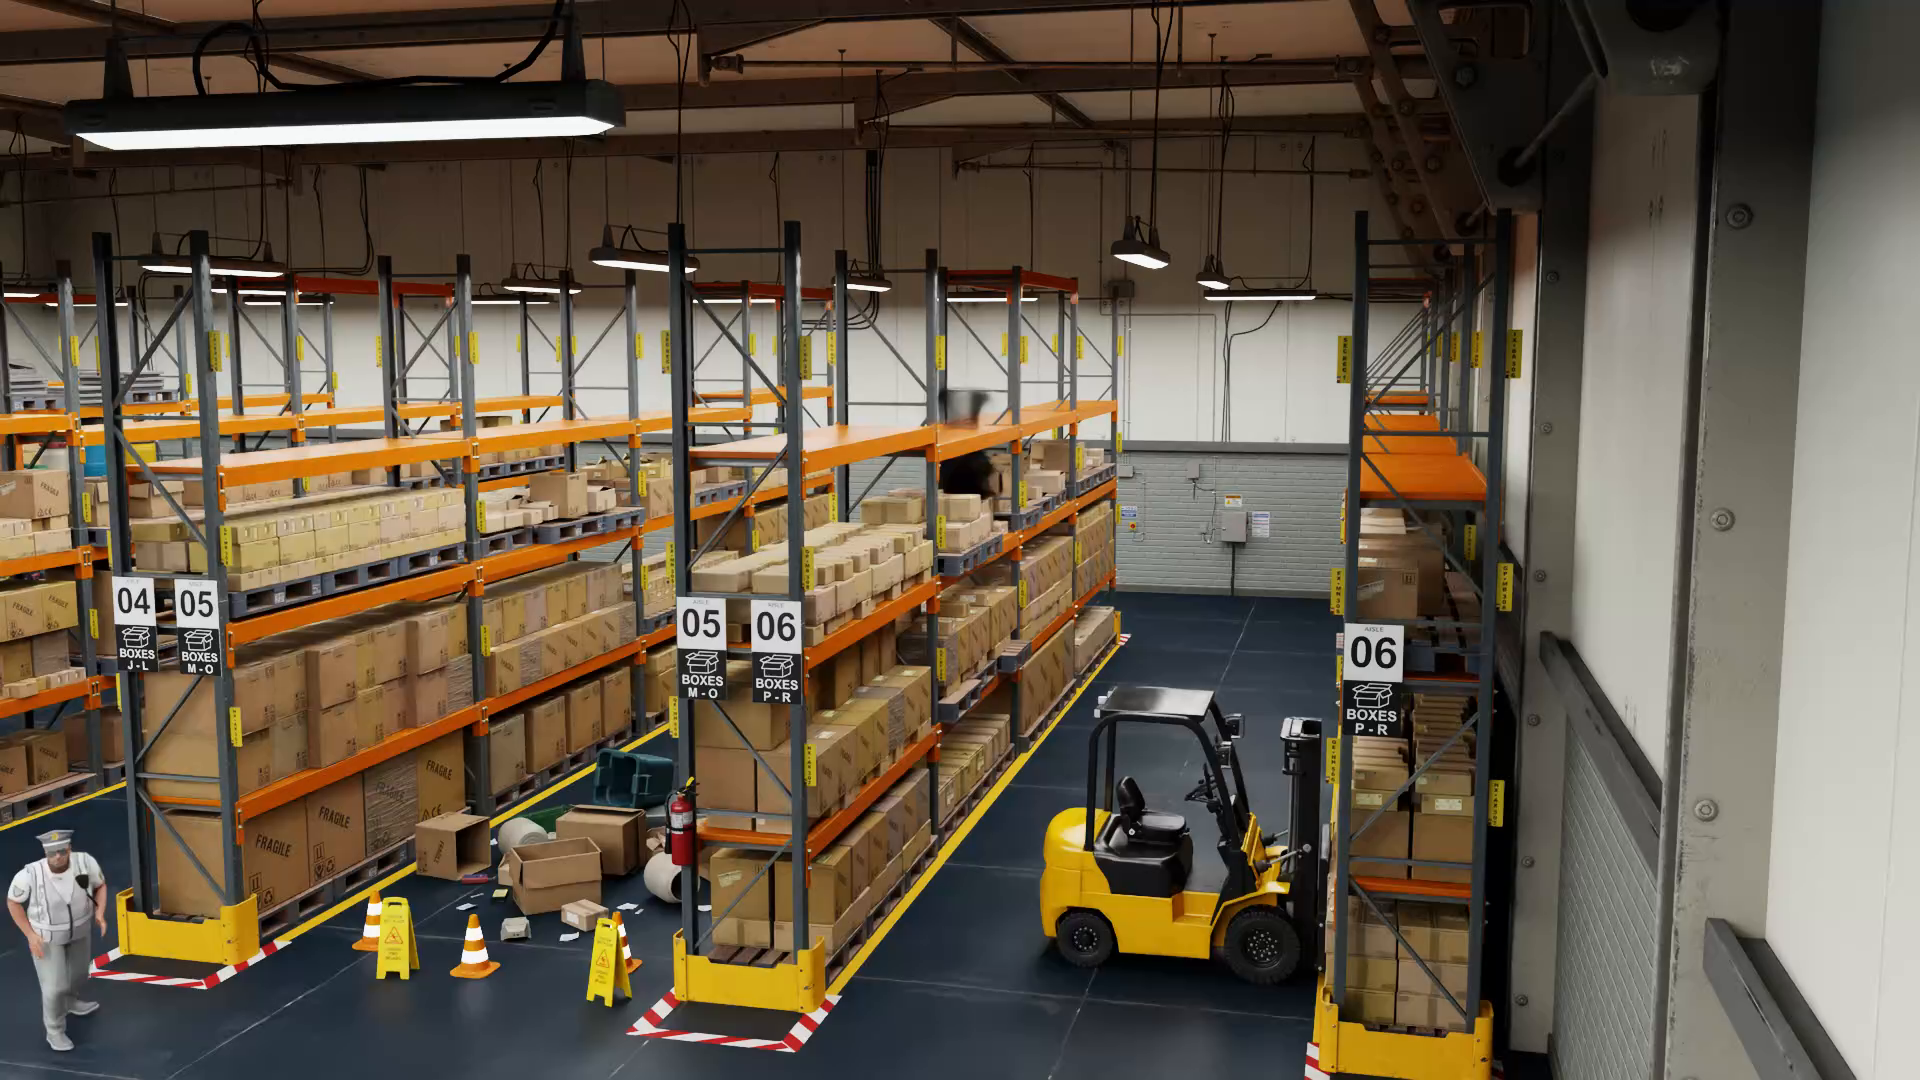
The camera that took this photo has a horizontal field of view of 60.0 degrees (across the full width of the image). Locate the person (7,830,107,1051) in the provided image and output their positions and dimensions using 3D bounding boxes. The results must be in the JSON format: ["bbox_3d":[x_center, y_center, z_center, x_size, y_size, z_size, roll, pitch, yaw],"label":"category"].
[{"bbox_3d":[-6.590,2.864,12.206,0.907,1.678,0.711,5,9,36],"label":"person"}]

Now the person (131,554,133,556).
[{"bbox_3d":[-15.817,0.523,31.090,0.659,1.728,0.643,1,7,8],"label":"person"}]
